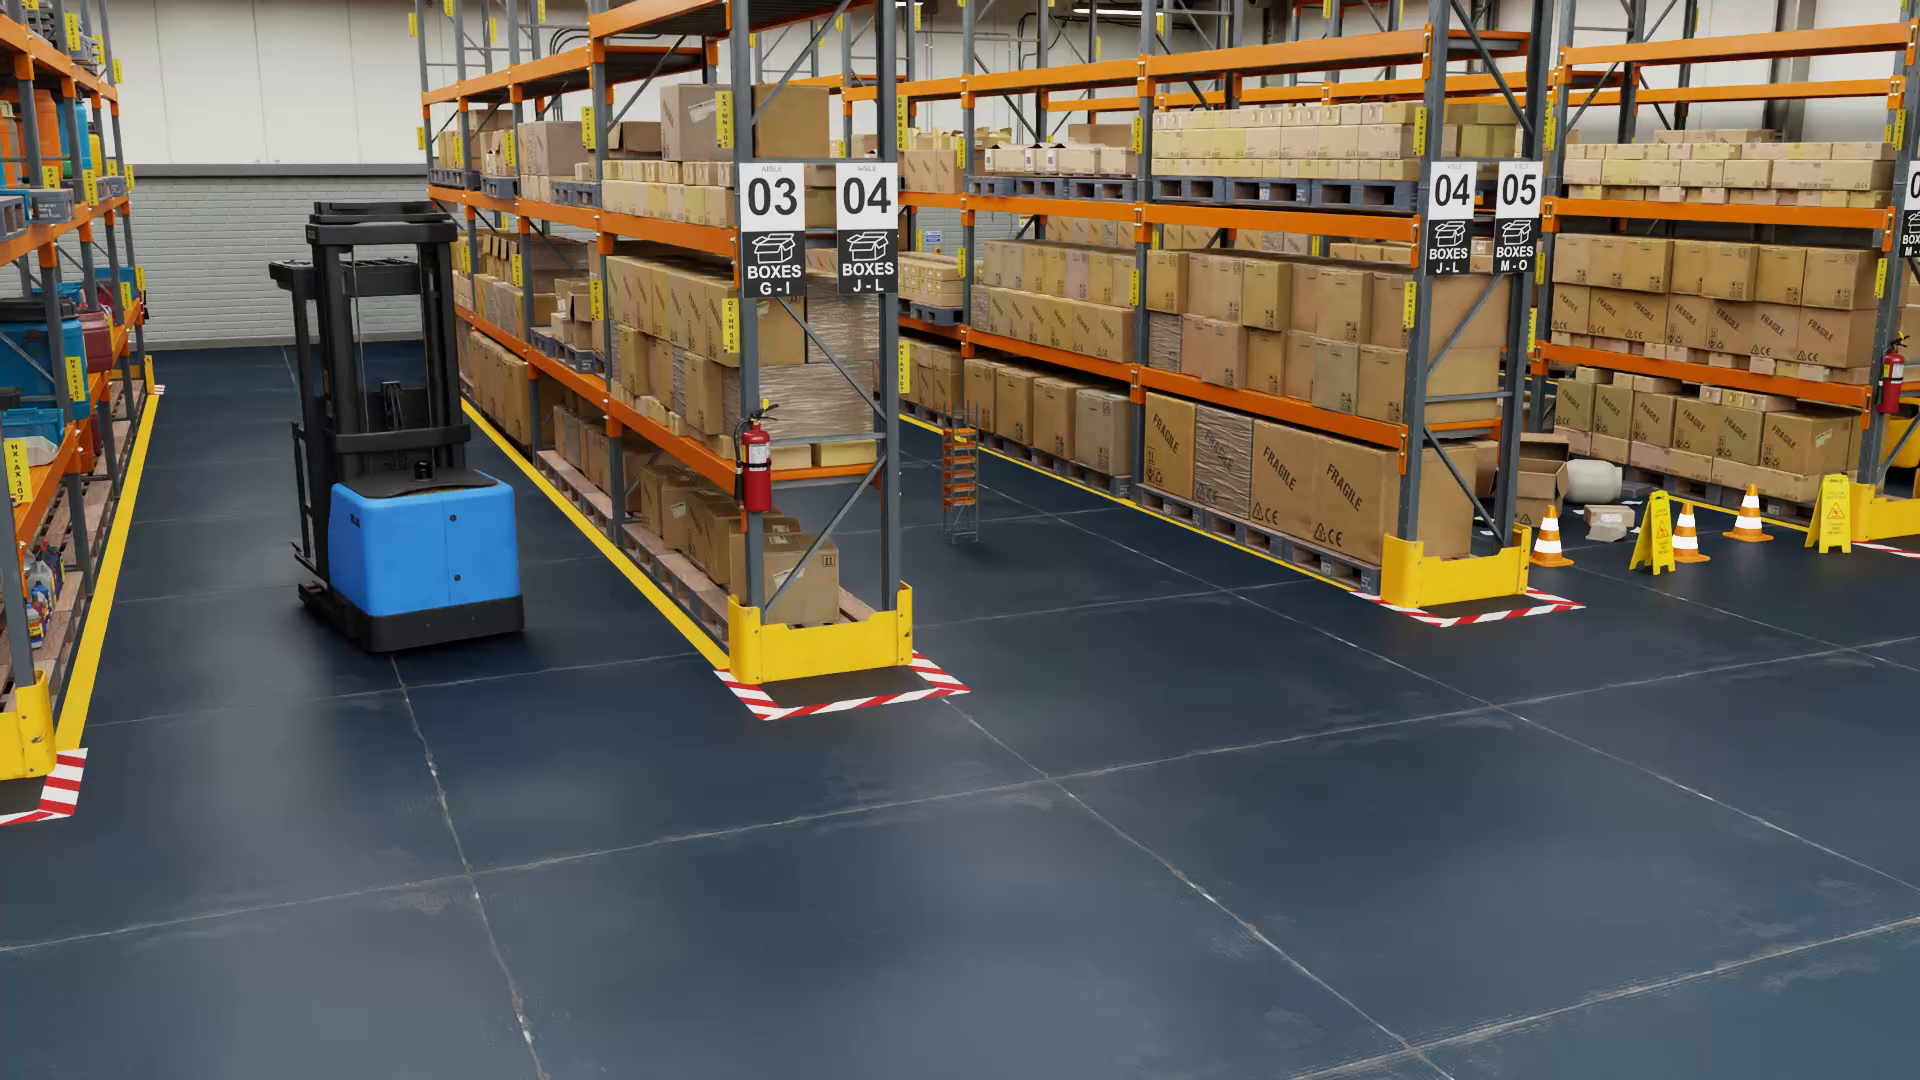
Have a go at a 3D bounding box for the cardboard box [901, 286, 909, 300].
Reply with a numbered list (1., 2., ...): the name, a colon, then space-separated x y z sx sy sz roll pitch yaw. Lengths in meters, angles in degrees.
1. cardboard box: -0.510 -3.055 20.543 0.380 0.149 0.250 -6 14 -25

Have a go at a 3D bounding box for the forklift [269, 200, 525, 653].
1. forklift: -4.239 -0.964 12.034 1.130 2.935 3.031 -9 16 -33

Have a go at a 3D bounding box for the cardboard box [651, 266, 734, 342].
1. cardboard box: -1.908 -1.703 11.977 0.500 0.500 0.500 -6 14 -23

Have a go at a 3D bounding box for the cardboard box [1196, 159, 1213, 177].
1. cardboard box: 2.257 -3.204 14.312 0.380 0.149 0.250 -6 14 -24

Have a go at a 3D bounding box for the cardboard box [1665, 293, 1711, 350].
1. cardboard box: 7.166 -2.111 15.955 0.500 0.500 0.500 -5 14 -22

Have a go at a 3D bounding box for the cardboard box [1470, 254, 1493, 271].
1. cardboard box: 6.018 -2.917 18.510 0.500 0.500 0.500 -6 14 -23

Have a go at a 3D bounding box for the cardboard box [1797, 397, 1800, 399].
1. cardboard box: 10.636 -2.107 21.155 0.875 0.625 0.625 -6 14 -24

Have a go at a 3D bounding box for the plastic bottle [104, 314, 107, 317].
1. plastic bottle: -9.408 -2.360 18.190 0.152 0.276 0.135 -6 14 -23

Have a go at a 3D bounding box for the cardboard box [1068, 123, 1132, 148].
1. cardboard box: 1.469 -4.130 17.535 0.500 0.500 0.500 -6 14 -23

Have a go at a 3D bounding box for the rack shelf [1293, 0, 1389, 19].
1. rack shelf: 7.154 -9.049 27.734 1.077 0.370 4.000 -6 14 -23

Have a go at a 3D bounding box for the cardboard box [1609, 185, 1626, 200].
1. cardboard box: 6.767 -3.494 16.720 0.380 0.149 0.250 -6 14 -23

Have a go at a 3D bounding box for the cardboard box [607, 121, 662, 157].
1. cardboard box: -2.565 -3.269 14.031 0.797 0.503 0.637 -6 14 -26

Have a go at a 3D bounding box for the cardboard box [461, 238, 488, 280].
1. cardboard box: -6.101 -3.608 21.316 0.500 0.500 0.500 -5 14 -21

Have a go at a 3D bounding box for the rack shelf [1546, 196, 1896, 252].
1. rack shelf: 7.414 -3.040 15.795 1.077 0.370 4.000 -6 14 -23

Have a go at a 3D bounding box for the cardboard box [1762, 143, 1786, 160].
1. cardboard box: 7.476 -3.503 14.987 0.380 0.149 0.250 -6 14 -23

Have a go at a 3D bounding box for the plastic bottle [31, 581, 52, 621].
1. plastic bottle: -6.102 0.405 11.041 0.097 0.271 0.097 0 13 0

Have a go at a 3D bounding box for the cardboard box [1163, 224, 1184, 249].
1. cardboard box: 3.321 -4.414 24.350 0.500 0.500 0.500 -5 14 -22

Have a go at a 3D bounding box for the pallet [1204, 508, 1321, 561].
1. pallet: 2.843 -0.099 14.330 1.003 0.211 1.213 -6 14 -23

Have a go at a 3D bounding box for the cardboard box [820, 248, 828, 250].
1. cardboard box: -1.735 -4.387 23.573 0.500 0.500 0.500 -6 14 -25

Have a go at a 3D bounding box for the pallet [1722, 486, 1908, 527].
1. pallet: 7.892 -0.344 15.388 1.003 0.211 1.213 -6 14 -23

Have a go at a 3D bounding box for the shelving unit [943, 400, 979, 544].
1. shelving unit: 0.006 -0.582 14.222 0.258 1.200 0.189 -6 14 -23

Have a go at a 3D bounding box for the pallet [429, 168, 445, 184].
1. pallet: -6.967 -5.192 23.695 1.003 0.211 1.213 -6 14 -23

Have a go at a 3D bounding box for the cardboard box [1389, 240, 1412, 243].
1. cardboard box: 7.602 -5.213 28.251 0.500 0.500 0.500 -6 14 -25

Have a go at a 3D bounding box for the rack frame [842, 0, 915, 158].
1. rack frame: -1.087 -6.450 22.280 1.000 3.000 0.127 -6 14 -23

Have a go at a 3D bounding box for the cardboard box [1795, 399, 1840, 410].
1. cardboard box: 7.922 -1.050 15.759 0.500 0.500 0.500 -6 14 -25

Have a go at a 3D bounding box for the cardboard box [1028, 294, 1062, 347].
1. cardboard box: 1.054 -2.320 17.520 0.500 0.500 0.500 -6 14 -24

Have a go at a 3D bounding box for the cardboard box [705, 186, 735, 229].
1. cardboard box: -1.291 -2.086 10.409 0.500 0.250 0.500 -5 14 -22

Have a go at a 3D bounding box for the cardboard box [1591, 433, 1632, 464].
1. cardboard box: 6.826 -0.952 16.996 0.500 0.250 0.500 -5 14 -20

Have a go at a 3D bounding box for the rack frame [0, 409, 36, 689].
1. rack frame: -5.403 -0.173 8.466 1.000 3.000 0.127 -6 14 -23

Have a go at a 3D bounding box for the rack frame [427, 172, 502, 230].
1. rack frame: -7.274 -3.926 24.682 1.000 3.000 0.127 -6 14 -23

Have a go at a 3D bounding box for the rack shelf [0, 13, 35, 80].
1. rack shelf: -6.204 -2.964 9.701 1.077 0.370 4.000 -6 14 -23

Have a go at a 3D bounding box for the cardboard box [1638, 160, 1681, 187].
1. cardboard box: 6.942 -3.549 16.074 0.500 0.250 0.500 -5 14 -22

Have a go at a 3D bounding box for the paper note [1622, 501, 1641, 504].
1. paper note: 6.410 -0.362 15.864 0.142 0.019 0.148 -12 18 -42

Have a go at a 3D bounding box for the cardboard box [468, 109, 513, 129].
1. cardboard box: -6.043 -5.424 21.461 0.500 0.250 0.500 -7 15 -27

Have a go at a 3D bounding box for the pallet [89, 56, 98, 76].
1. pallet: -9.850 -5.120 17.842 1.003 0.211 1.213 -6 14 -23

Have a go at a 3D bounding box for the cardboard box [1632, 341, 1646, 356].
1. cardboard box: 6.931 -1.920 16.569 0.380 0.149 0.250 -6 14 -23

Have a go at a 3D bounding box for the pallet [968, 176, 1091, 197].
1. pallet: 0.822 -3.942 18.515 1.213 0.211 1.003 -5 14 -20

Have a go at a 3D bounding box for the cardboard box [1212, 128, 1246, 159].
1. cardboard box: 2.463 -3.326 13.956 0.500 0.250 0.500 -6 14 -24

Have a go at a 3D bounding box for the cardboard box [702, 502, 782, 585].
1. cardboard box: -1.604 0.011 12.284 0.500 0.500 0.500 -4 14 -18

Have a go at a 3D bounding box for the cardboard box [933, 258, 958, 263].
1. cardboard box: -0.116 -3.509 21.185 0.380 0.149 0.250 -6 14 -24

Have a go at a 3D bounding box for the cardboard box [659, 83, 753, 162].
1. cardboard box: -1.718 -2.817 11.245 0.500 0.500 0.500 -6 14 -23

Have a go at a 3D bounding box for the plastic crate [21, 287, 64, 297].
1. plastic crate: -10.710 -2.740 19.457 0.392 0.384 0.575 -6 14 -23

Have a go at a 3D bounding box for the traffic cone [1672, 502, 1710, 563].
1. traffic cone: 5.980 -0.082 13.696 0.336 0.463 0.334 -6 14 -23

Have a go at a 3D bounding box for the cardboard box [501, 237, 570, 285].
1. cardboard box: -4.881 -3.236 19.254 0.797 0.503 0.637 -5 14 -21

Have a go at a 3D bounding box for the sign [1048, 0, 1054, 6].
1. sign: 1.023 -6.206 18.806 0.100 0.325 0.005 -6 14 -23

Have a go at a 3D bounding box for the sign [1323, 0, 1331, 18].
1. sign: 4.504 -6.573 20.389 0.100 0.325 0.005 -6 14 -23

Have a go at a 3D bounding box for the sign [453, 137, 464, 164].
1. sign: -6.180 -4.801 20.488 0.100 0.325 0.005 -6 14 -23

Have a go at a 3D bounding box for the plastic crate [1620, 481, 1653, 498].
1. plastic crate: 6.491 -0.521 16.445 0.402 0.080 0.583 -12 18 -42

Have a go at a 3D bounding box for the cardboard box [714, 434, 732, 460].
1. cardboard box: -1.415 -0.637 11.028 0.380 0.149 0.250 -6 14 -23

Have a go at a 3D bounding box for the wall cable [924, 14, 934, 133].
1. wall cable: -0.731 -8.894 32.841 0.463 3.000 0.029 -6 14 -23

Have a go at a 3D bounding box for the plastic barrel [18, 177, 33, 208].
1. plastic barrel: -7.884 -2.978 14.241 0.301 0.262 0.301 0 13 0

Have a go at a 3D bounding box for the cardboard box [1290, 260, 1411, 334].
1. cardboard box: 3.202 -1.960 13.460 0.875 0.550 0.550 -6 14 -23

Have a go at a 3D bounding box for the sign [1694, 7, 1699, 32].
1. sign: 10.064 -7.124 22.769 0.100 0.325 0.005 -6 14 -23

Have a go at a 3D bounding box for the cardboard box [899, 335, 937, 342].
1. cardboard box: -0.617 -2.487 21.412 0.500 0.250 0.500 -5 14 -21

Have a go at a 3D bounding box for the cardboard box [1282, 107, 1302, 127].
1. cardboard box: 2.765 -3.330 13.090 0.380 0.149 0.250 -6 14 -24

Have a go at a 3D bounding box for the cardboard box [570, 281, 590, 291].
1. cardboard box: -3.501 -2.313 16.556 0.700 0.500 0.500 -3 13 -15

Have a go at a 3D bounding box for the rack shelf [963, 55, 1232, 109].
1. rack shelf: 1.317 -4.665 17.050 1.077 0.370 4.000 -6 14 -23

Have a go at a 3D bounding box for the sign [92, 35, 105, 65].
1. sign: -9.705 -5.523 18.738 0.100 0.325 0.005 -6 14 -23
